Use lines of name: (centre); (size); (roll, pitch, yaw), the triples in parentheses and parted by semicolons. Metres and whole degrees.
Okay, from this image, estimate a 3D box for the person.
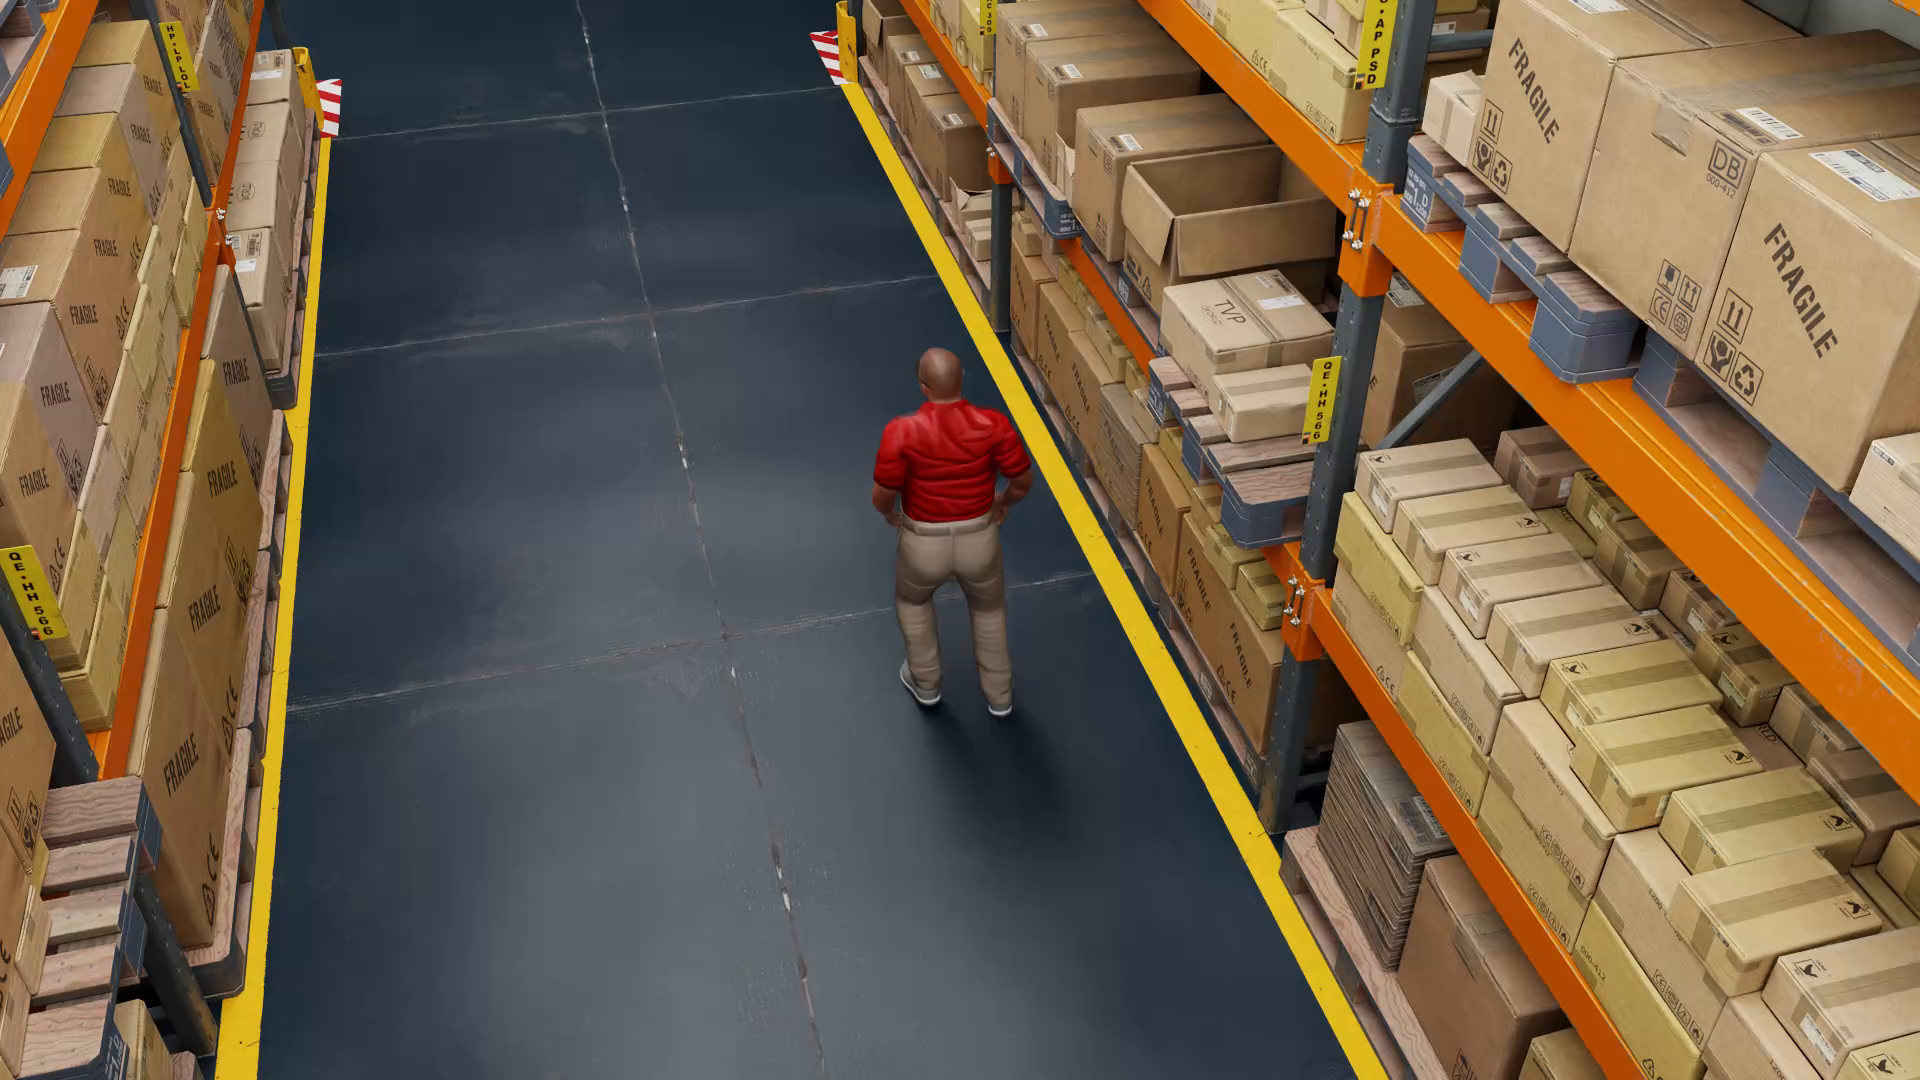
person: (-0.038, -0.015, 6.767); (0.641, 1.709, 0.440); (-5, 38, -7)
